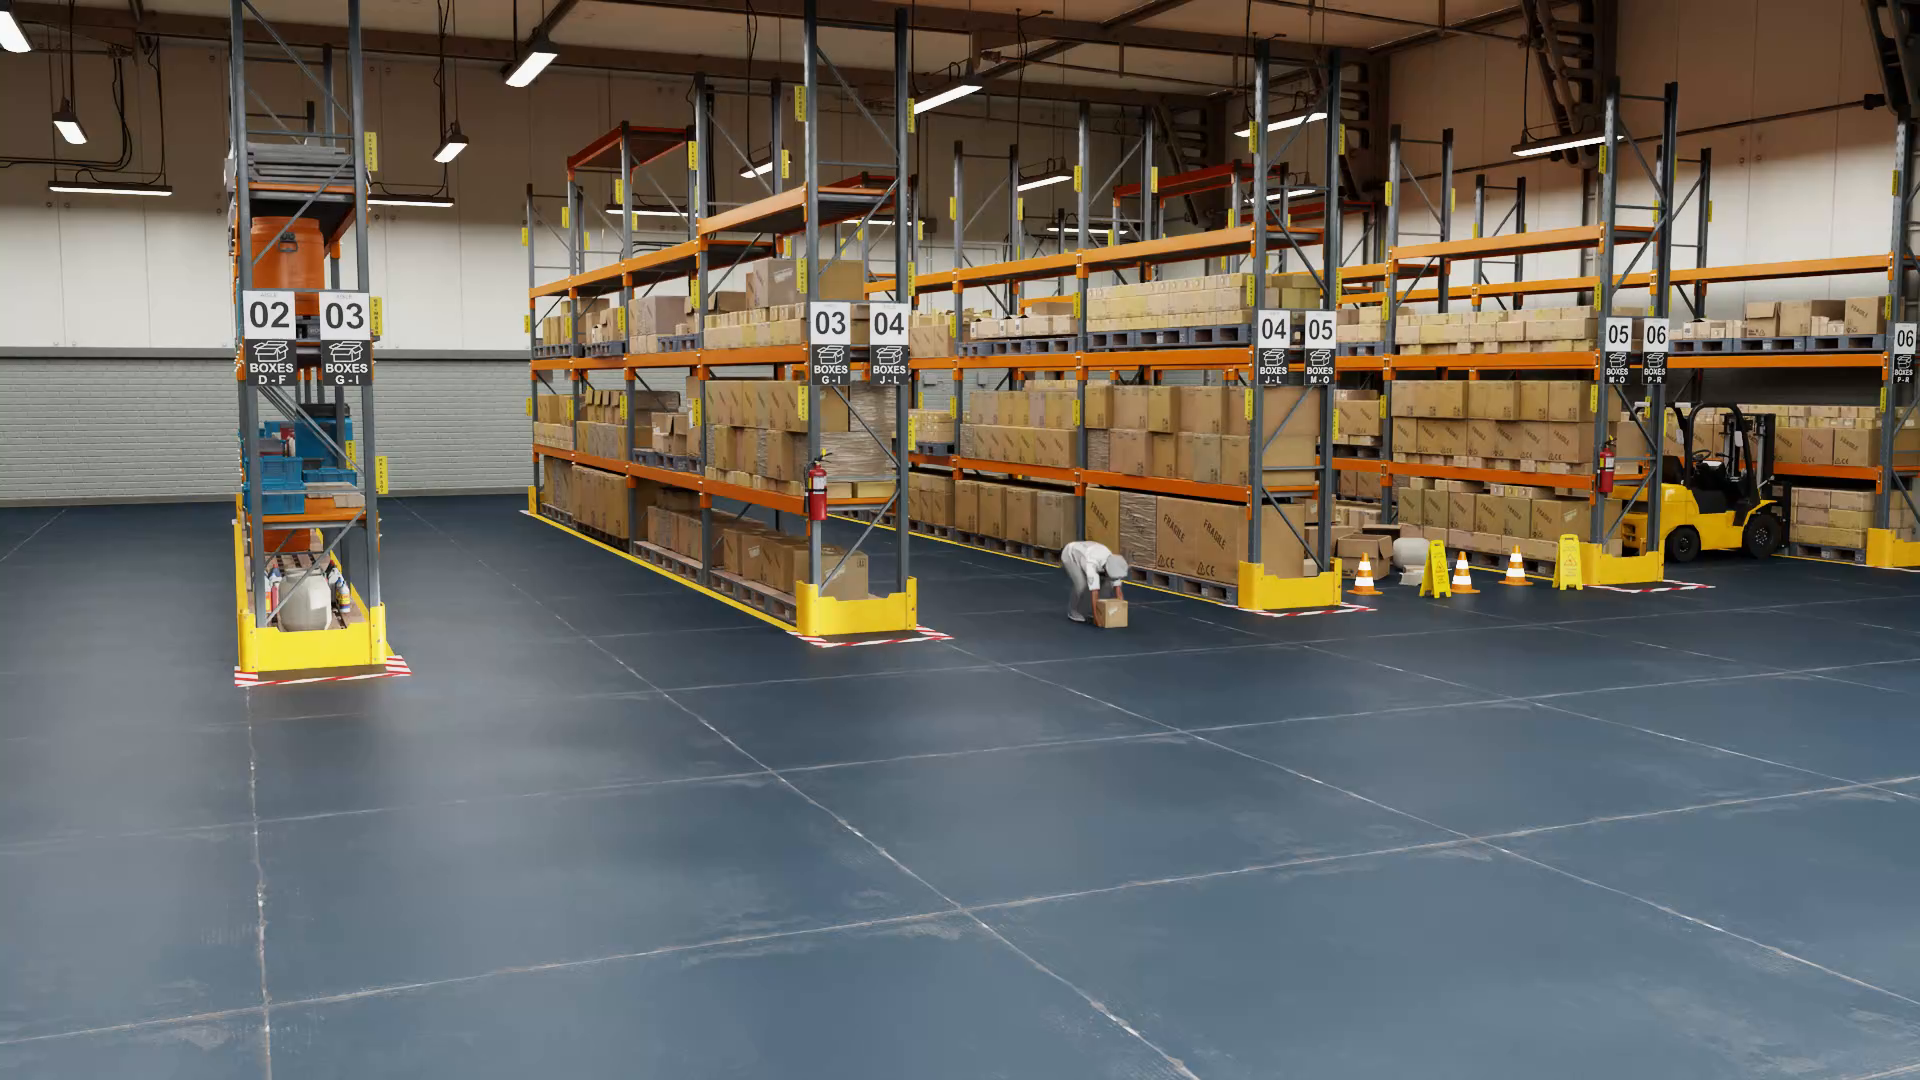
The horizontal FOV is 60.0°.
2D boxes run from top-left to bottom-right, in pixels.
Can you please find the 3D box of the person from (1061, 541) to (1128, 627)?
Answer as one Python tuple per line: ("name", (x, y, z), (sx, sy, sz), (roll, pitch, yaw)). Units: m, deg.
("person", (1.379, 0.438, 16.974), (0.458, 0.833, 0.916), (-3, 6, -26))
